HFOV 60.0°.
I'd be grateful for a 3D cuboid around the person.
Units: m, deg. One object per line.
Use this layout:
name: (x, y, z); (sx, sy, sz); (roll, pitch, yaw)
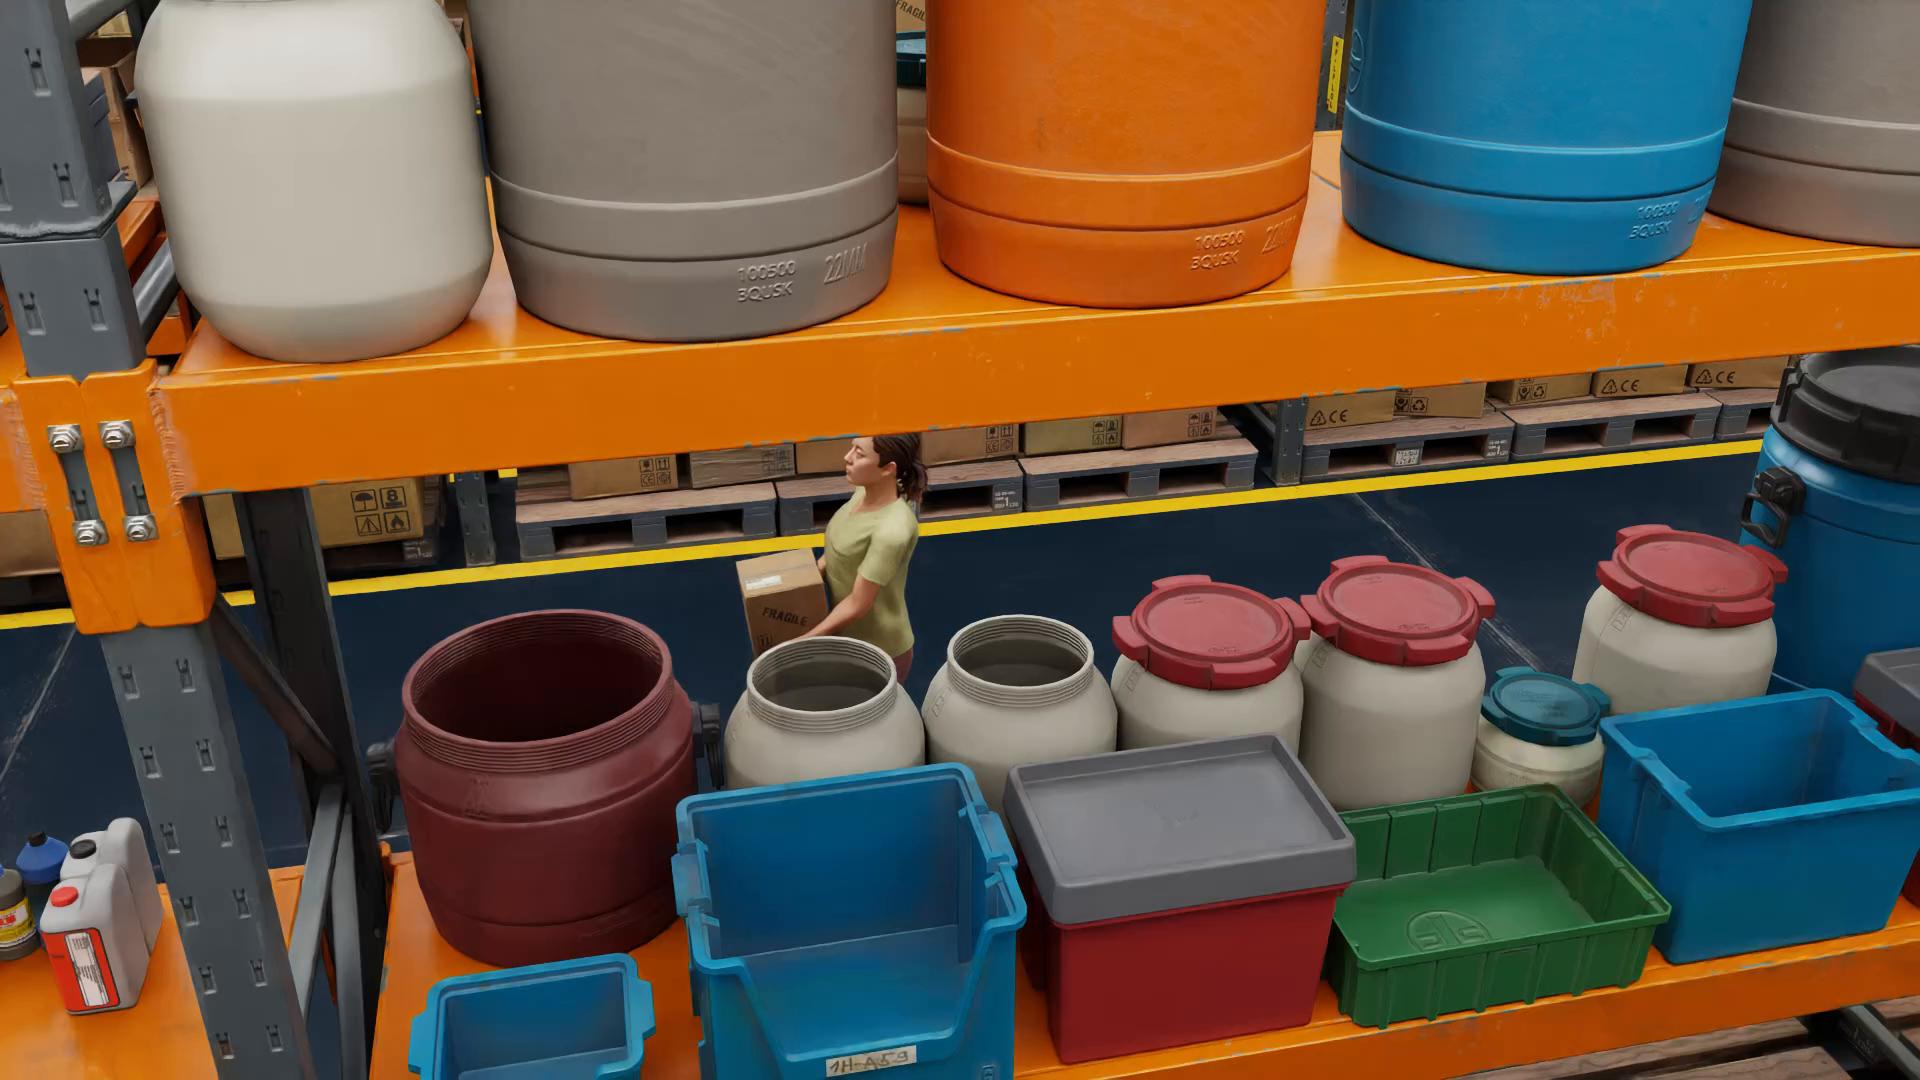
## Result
person: (-0.317, 0.352, 5.420); (0.361, 1.674, 0.488); (-7, 28, -13)
